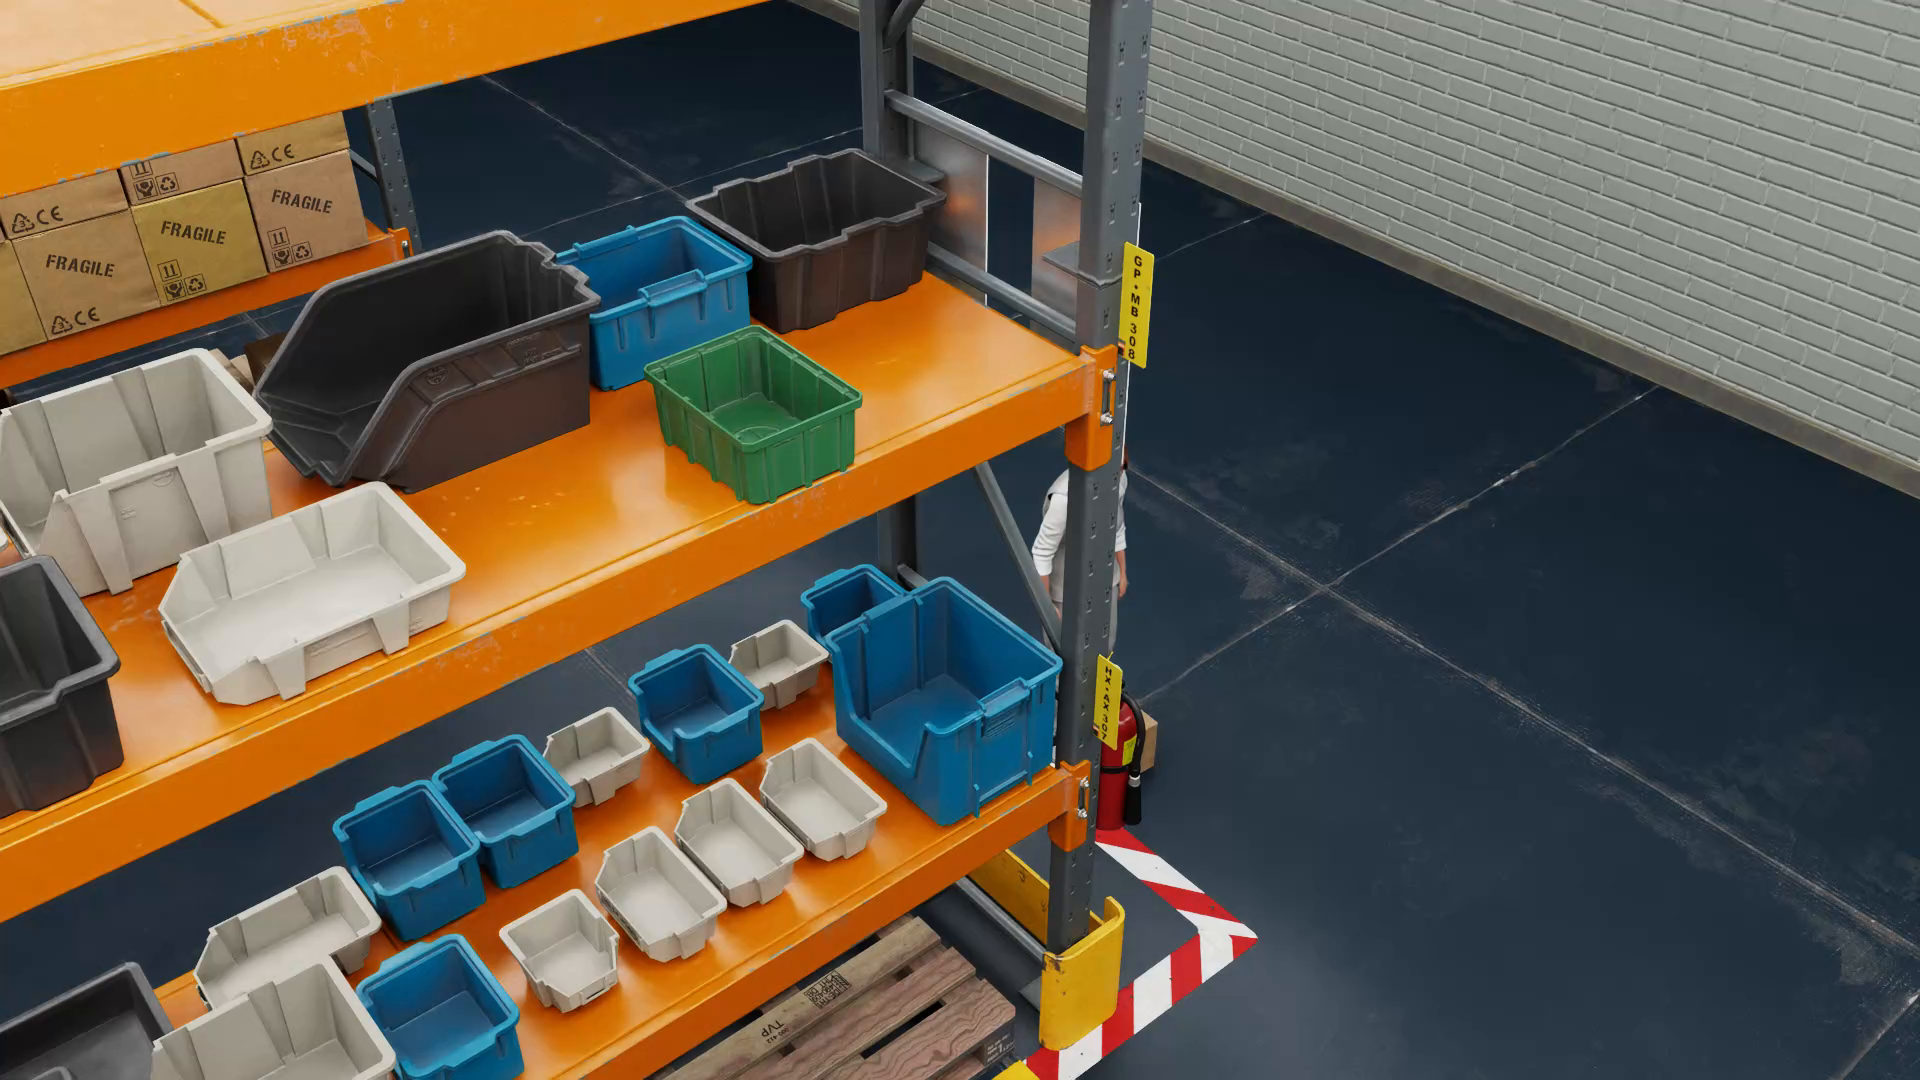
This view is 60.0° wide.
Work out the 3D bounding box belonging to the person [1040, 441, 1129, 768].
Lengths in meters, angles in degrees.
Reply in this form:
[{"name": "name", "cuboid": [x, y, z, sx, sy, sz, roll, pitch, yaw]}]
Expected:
[{"name": "person", "cuboid": [0.503, 0.208, 6.804, 0.449, 1.591, 0.317, -24, 43, -29]}]
